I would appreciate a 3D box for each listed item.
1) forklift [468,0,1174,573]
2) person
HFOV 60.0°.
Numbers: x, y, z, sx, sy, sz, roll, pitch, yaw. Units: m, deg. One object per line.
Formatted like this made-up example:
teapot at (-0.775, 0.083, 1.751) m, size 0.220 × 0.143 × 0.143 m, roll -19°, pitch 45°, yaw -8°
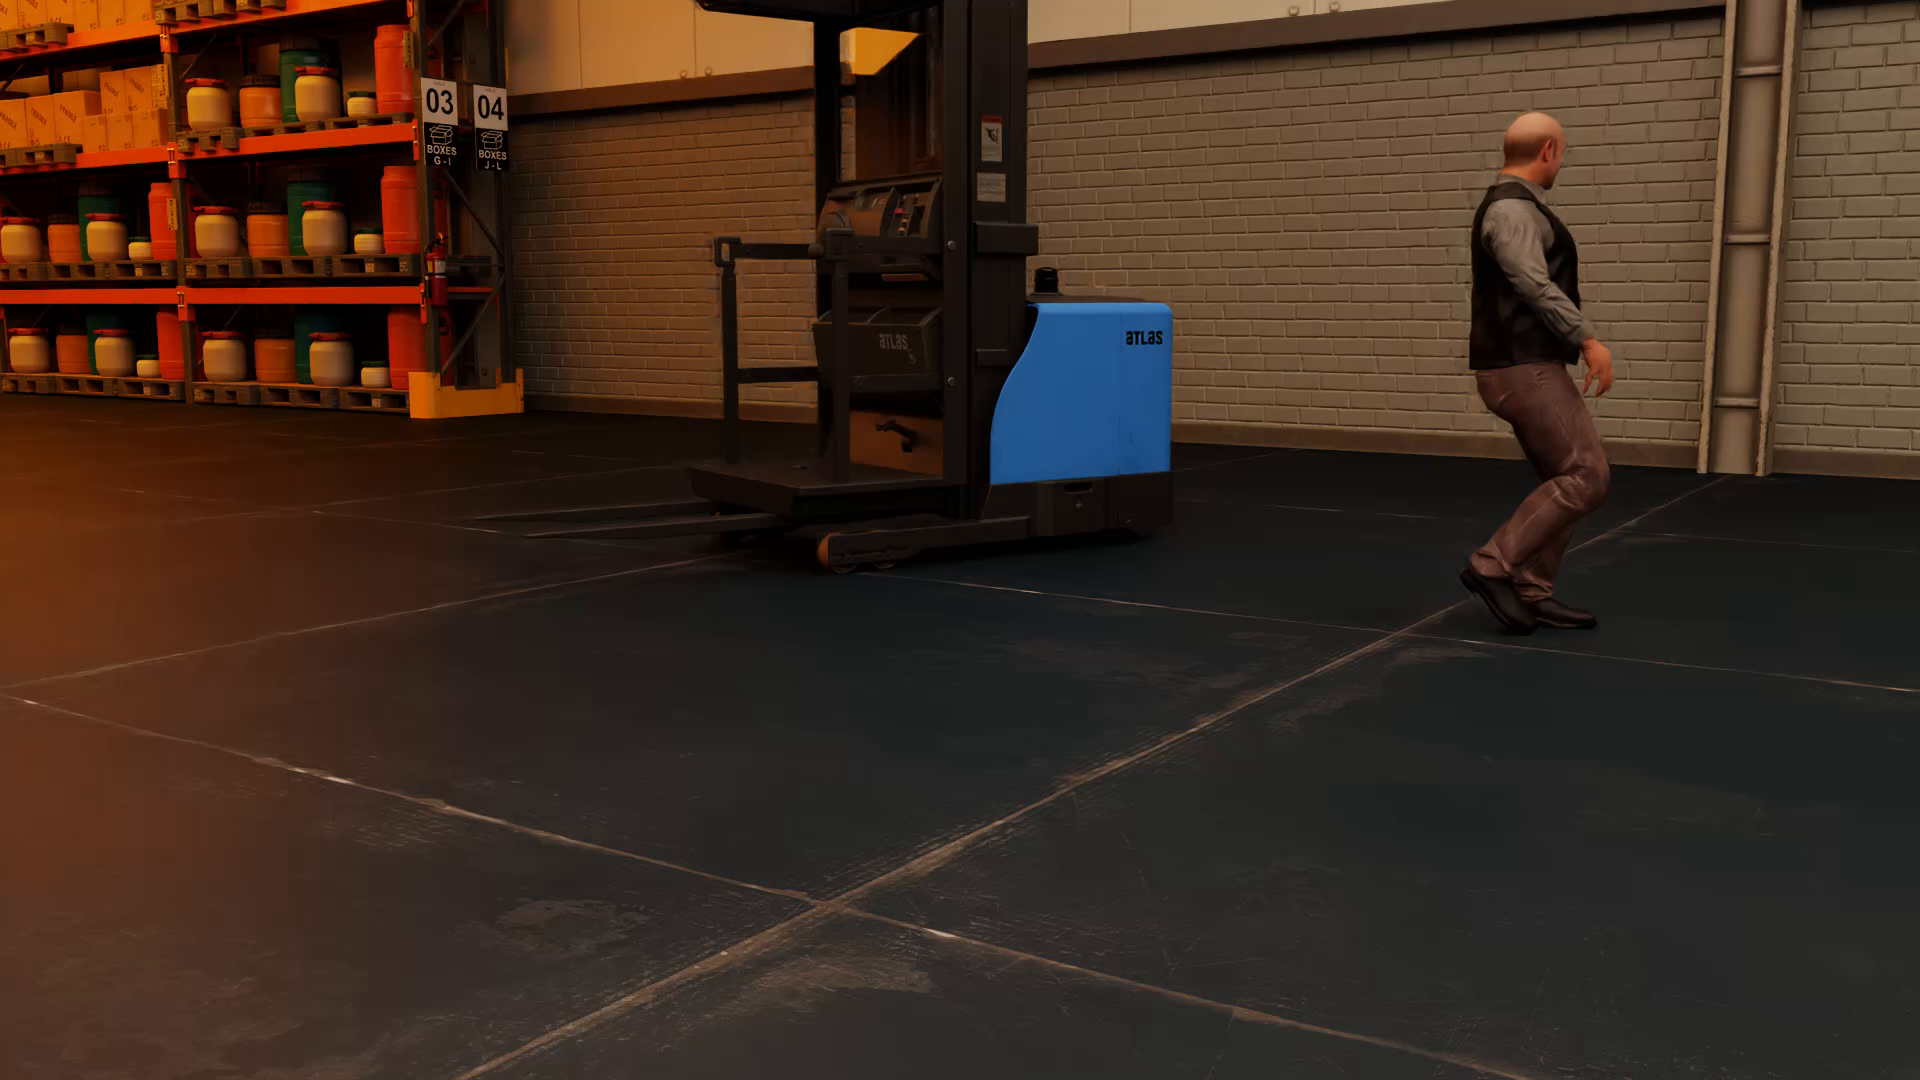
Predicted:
forklift at (-0.528, -1.401, 7.048) m, size 3.031 × 2.935 × 1.130 m, roll -5°, pitch 10°, yaw -33°
person at (1.921, -0.551, 5.511) m, size 0.481 × 1.688 × 0.760 m, roll 3°, pitch 9°, yaw 22°
